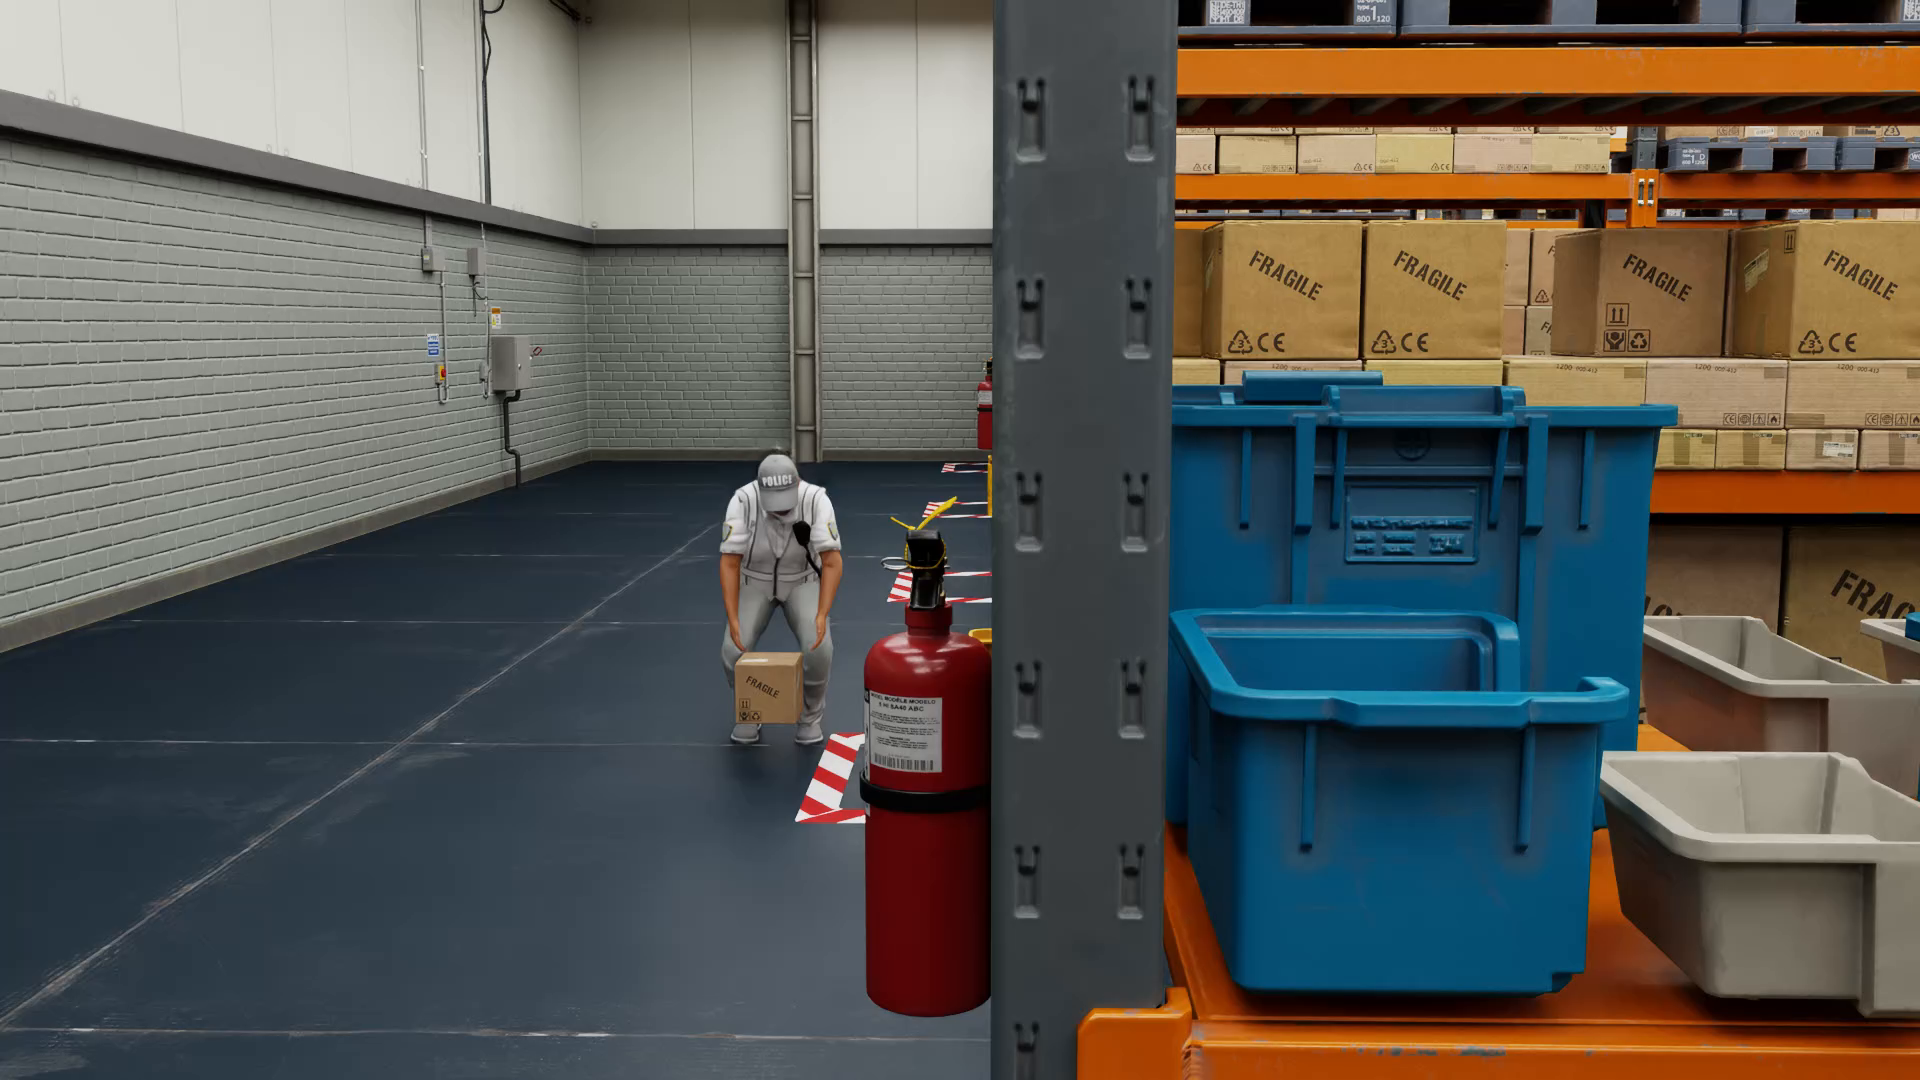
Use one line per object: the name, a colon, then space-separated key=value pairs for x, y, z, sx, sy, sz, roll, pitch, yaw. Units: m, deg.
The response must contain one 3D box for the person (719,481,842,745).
person: x=-0.780 y=0.305 z=7.305 sx=0.540 sy=1.185 sz=0.810 roll=0 pitch=7 yaw=-1
